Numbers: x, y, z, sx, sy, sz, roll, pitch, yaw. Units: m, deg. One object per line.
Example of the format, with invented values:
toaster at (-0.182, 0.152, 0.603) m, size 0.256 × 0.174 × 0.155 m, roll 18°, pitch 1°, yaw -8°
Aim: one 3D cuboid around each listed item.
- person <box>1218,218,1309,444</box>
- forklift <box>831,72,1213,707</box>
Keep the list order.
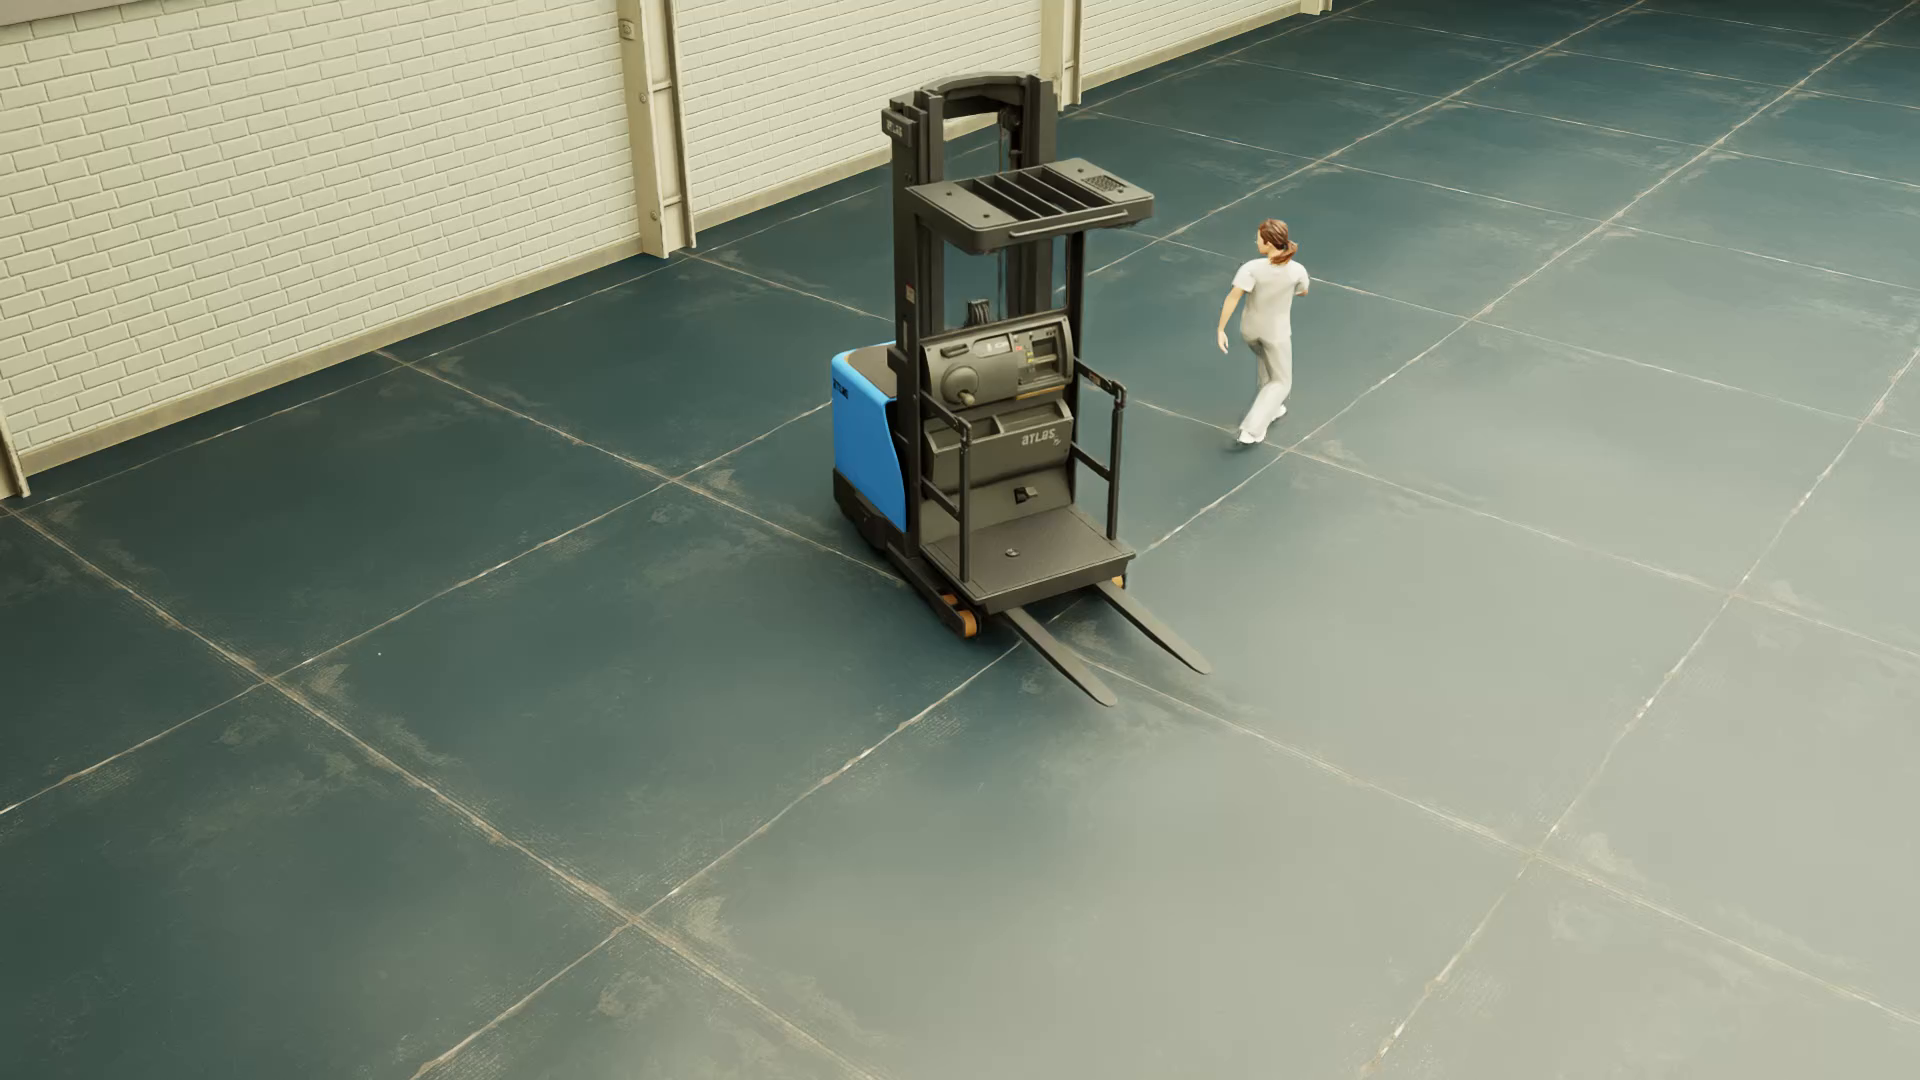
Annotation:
person at (2.108, -1.458, 11.454) m, size 0.471 × 1.595 × 0.852 m, roll 14°, pitch 33°, yaw 22°
forklift at (0.330, -0.963, 9.242) m, size 1.130 × 2.935 × 3.031 m, roll -15°, pitch 34°, yaw -25°
